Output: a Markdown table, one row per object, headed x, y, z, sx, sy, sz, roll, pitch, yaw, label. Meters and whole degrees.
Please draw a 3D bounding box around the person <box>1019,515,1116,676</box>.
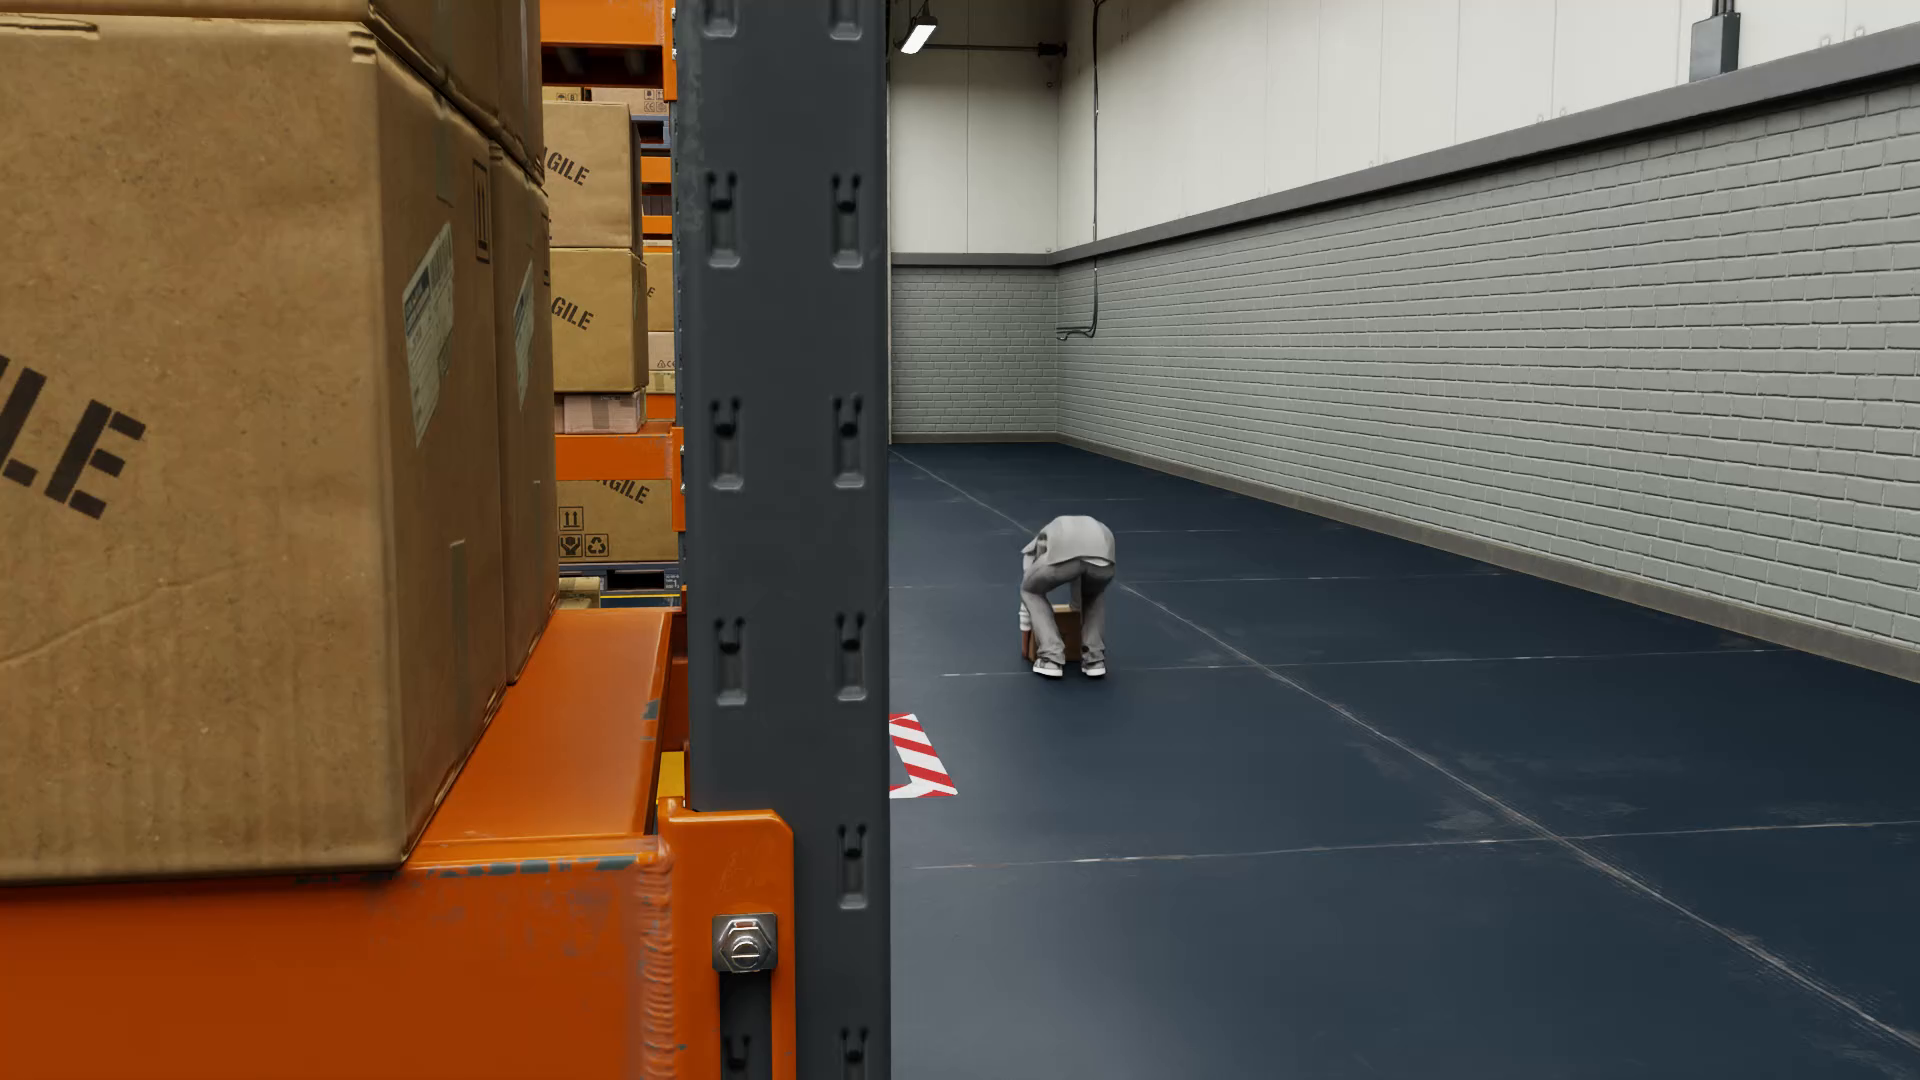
| x | y | z | sx | sy | sz | roll | pitch | yaw | label |
| --- | --- | --- | --- | --- | --- | --- | --- | --- | --- |
| 0.516 | 0.262 | 8.291 | 0.432 | 0.807 | 0.864 | -1 | 7 | -11 | person |
